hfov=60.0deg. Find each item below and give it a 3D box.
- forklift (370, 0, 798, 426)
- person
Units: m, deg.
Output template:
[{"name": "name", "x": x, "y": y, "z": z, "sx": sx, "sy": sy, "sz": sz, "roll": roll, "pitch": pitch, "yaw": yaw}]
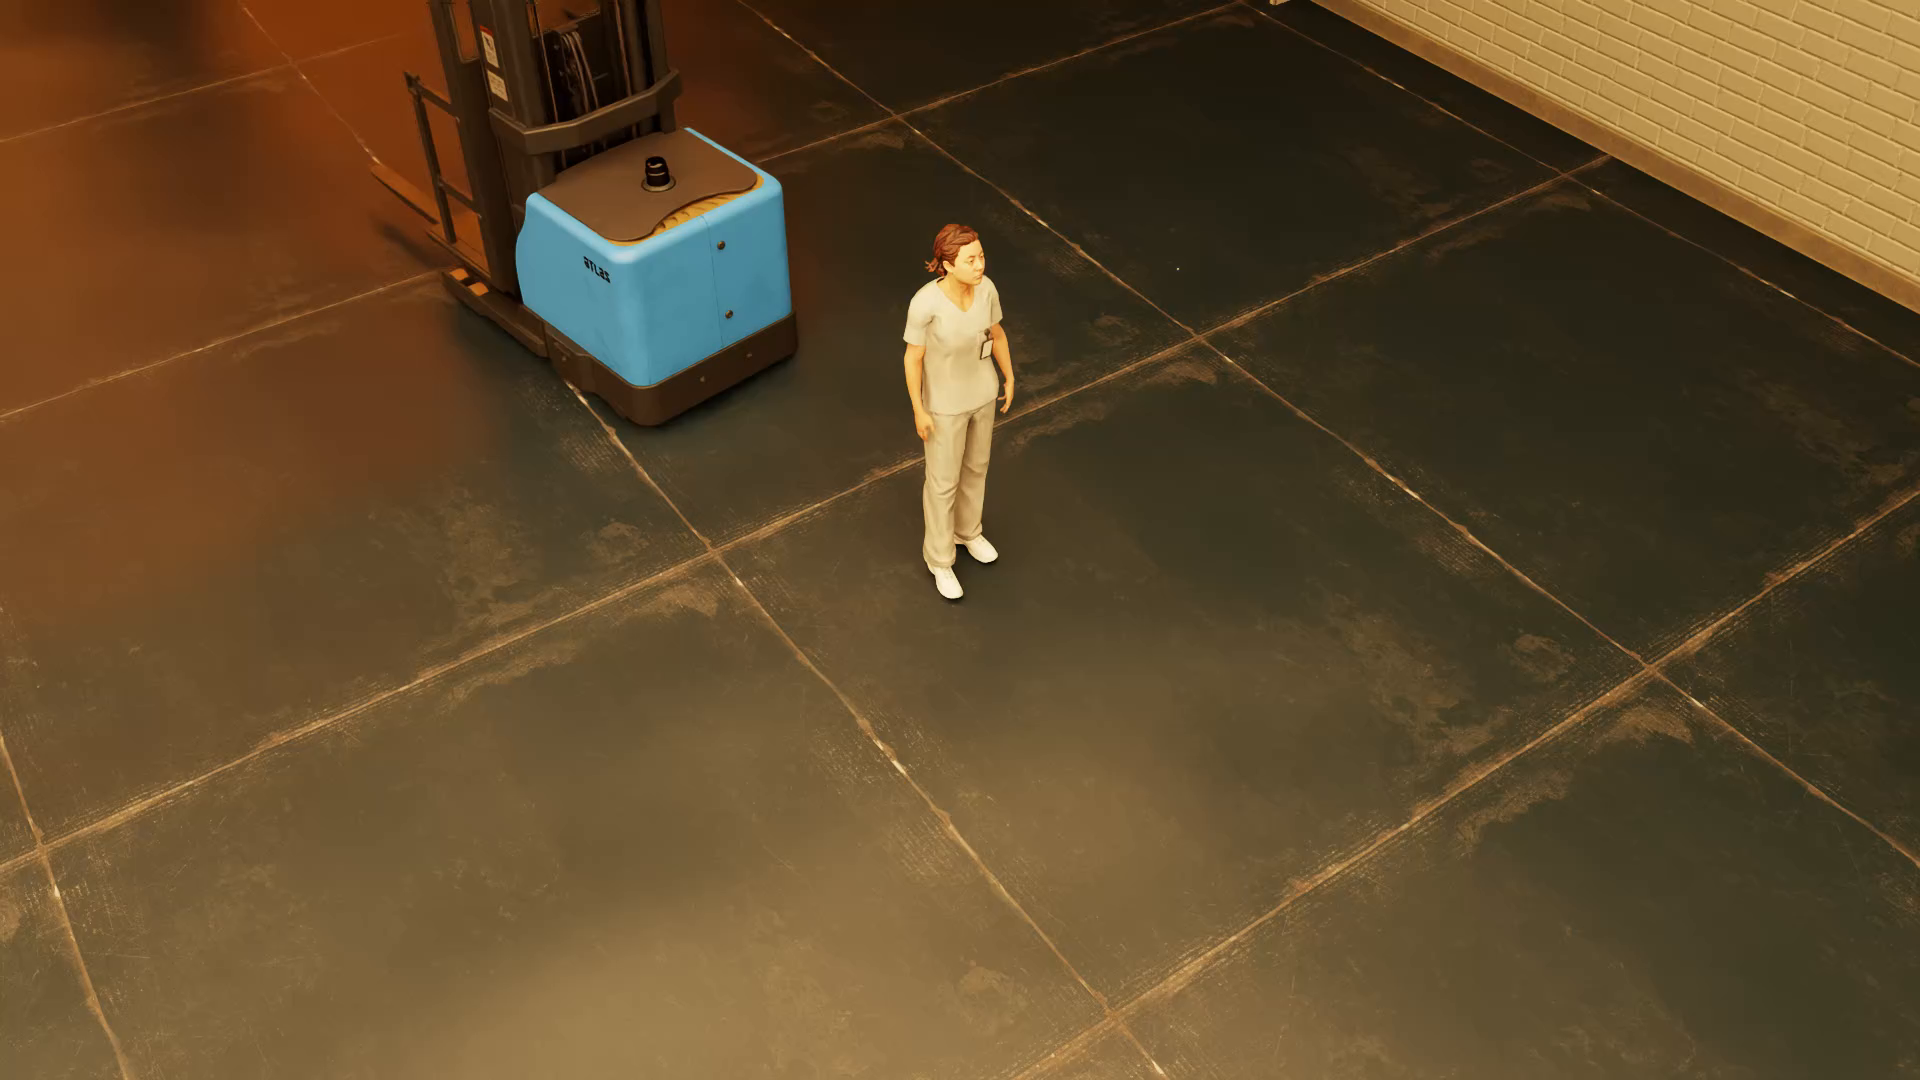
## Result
[{"name": "forklift", "x": -2.248, "y": -2.556, "z": 8.489, "sx": 1.130, "sy": 2.935, "sz": 3.031, "roll": -33, "pitch": 52, "yaw": -31}, {"name": "person", "x": 0.031, "y": -0.575, "z": 7.256, "sx": 0.550, "sy": 1.675, "sz": 0.549, "roll": -25, "pitch": 48, "yaw": -25}]
